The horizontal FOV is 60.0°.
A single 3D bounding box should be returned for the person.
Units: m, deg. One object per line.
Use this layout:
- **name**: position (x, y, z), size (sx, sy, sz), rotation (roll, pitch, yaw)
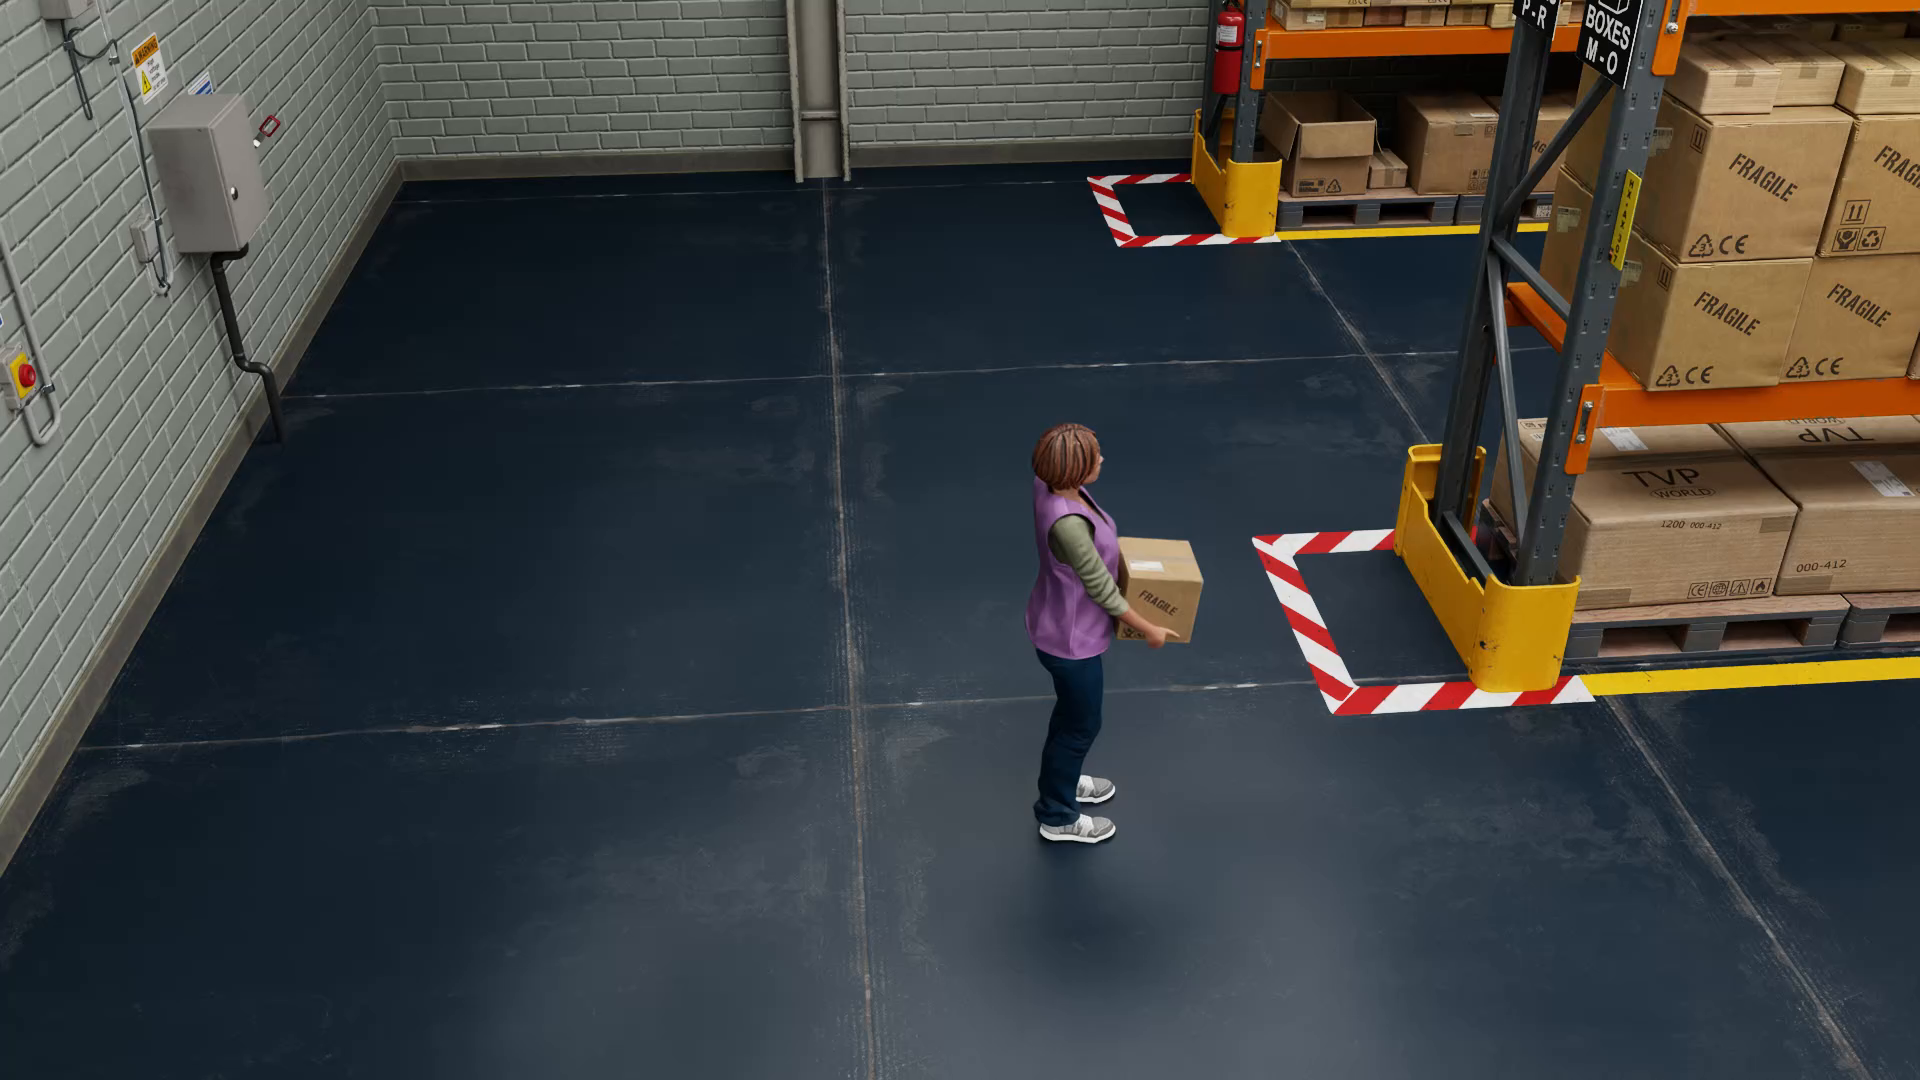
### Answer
- **person**: position (0.467, 0.317, 5.632), size (0.495, 1.595, 0.403), rotation (-2, 32, -4)
